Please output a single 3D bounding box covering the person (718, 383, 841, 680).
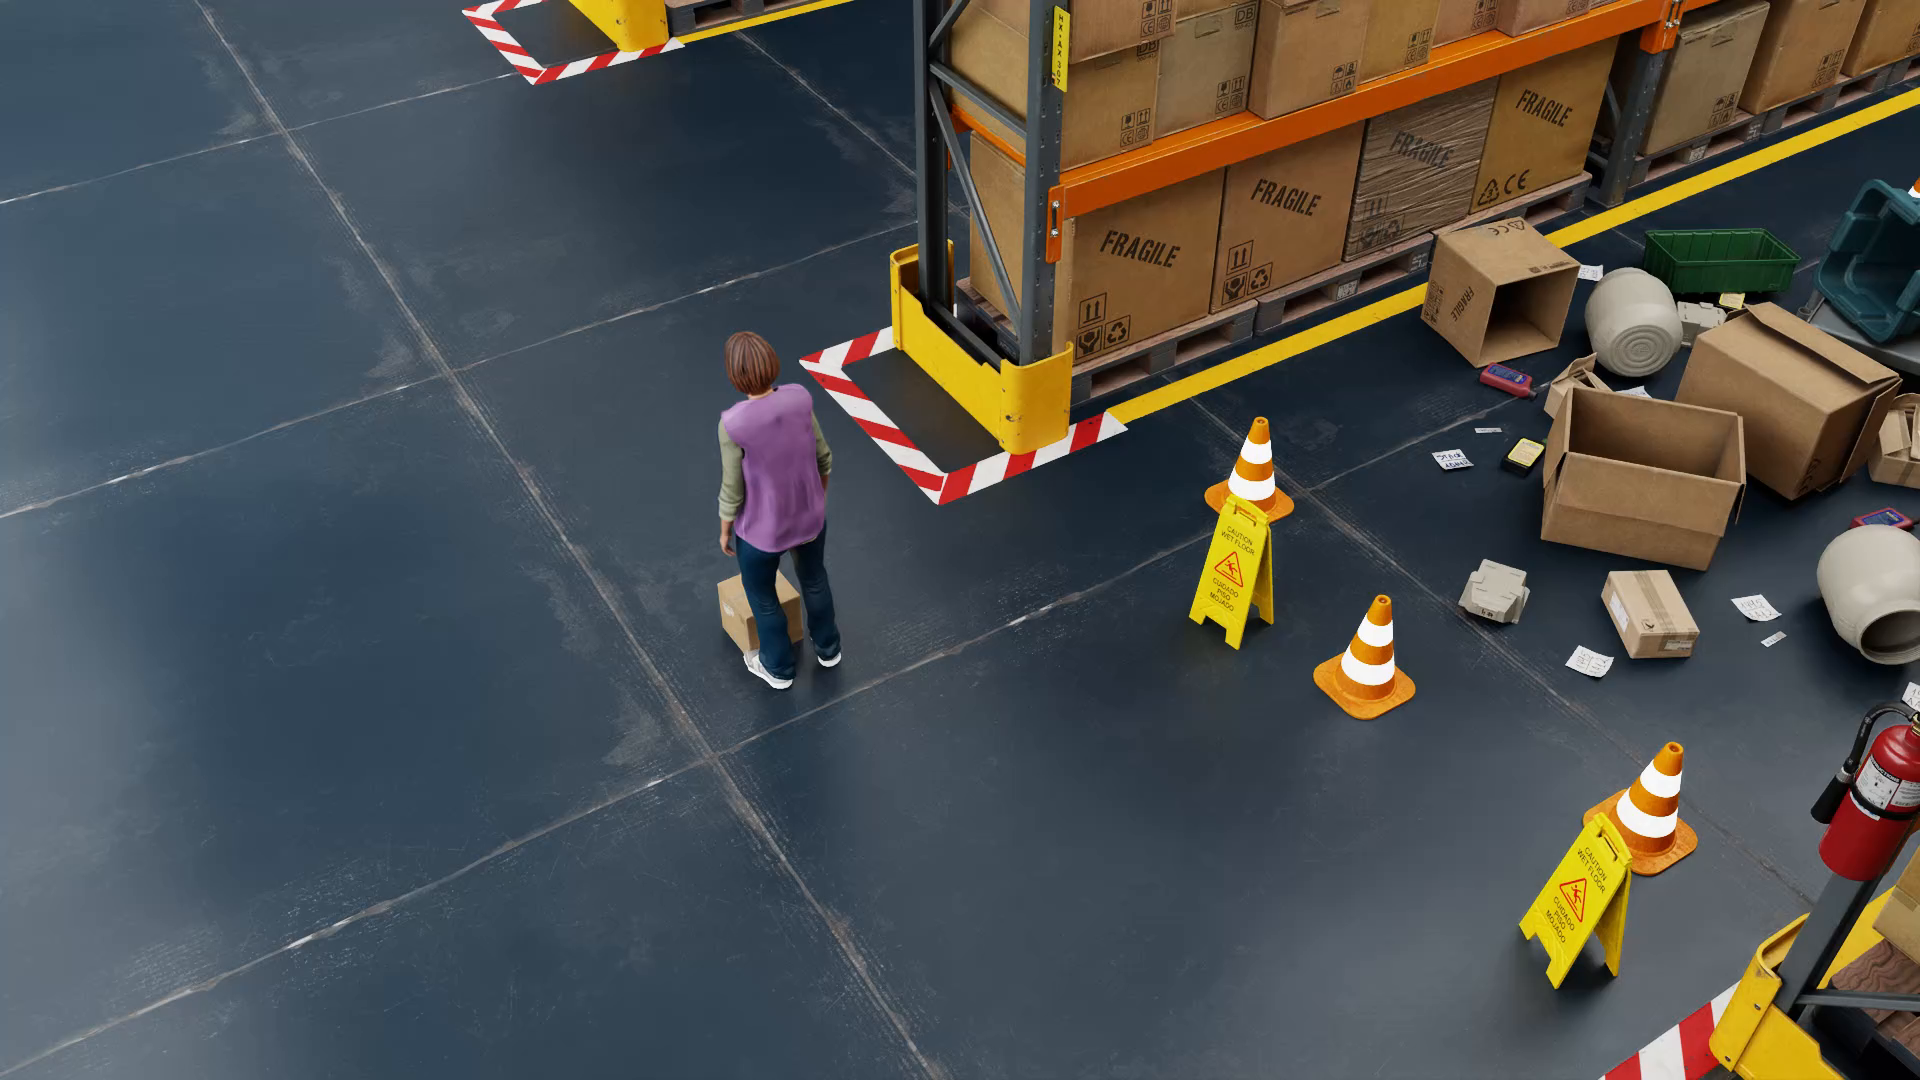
[{"bbox_3d":[-0.673,-0.013,6.283,0.464,1.328,0.292,-24,47,-25],"label":"person"}]
